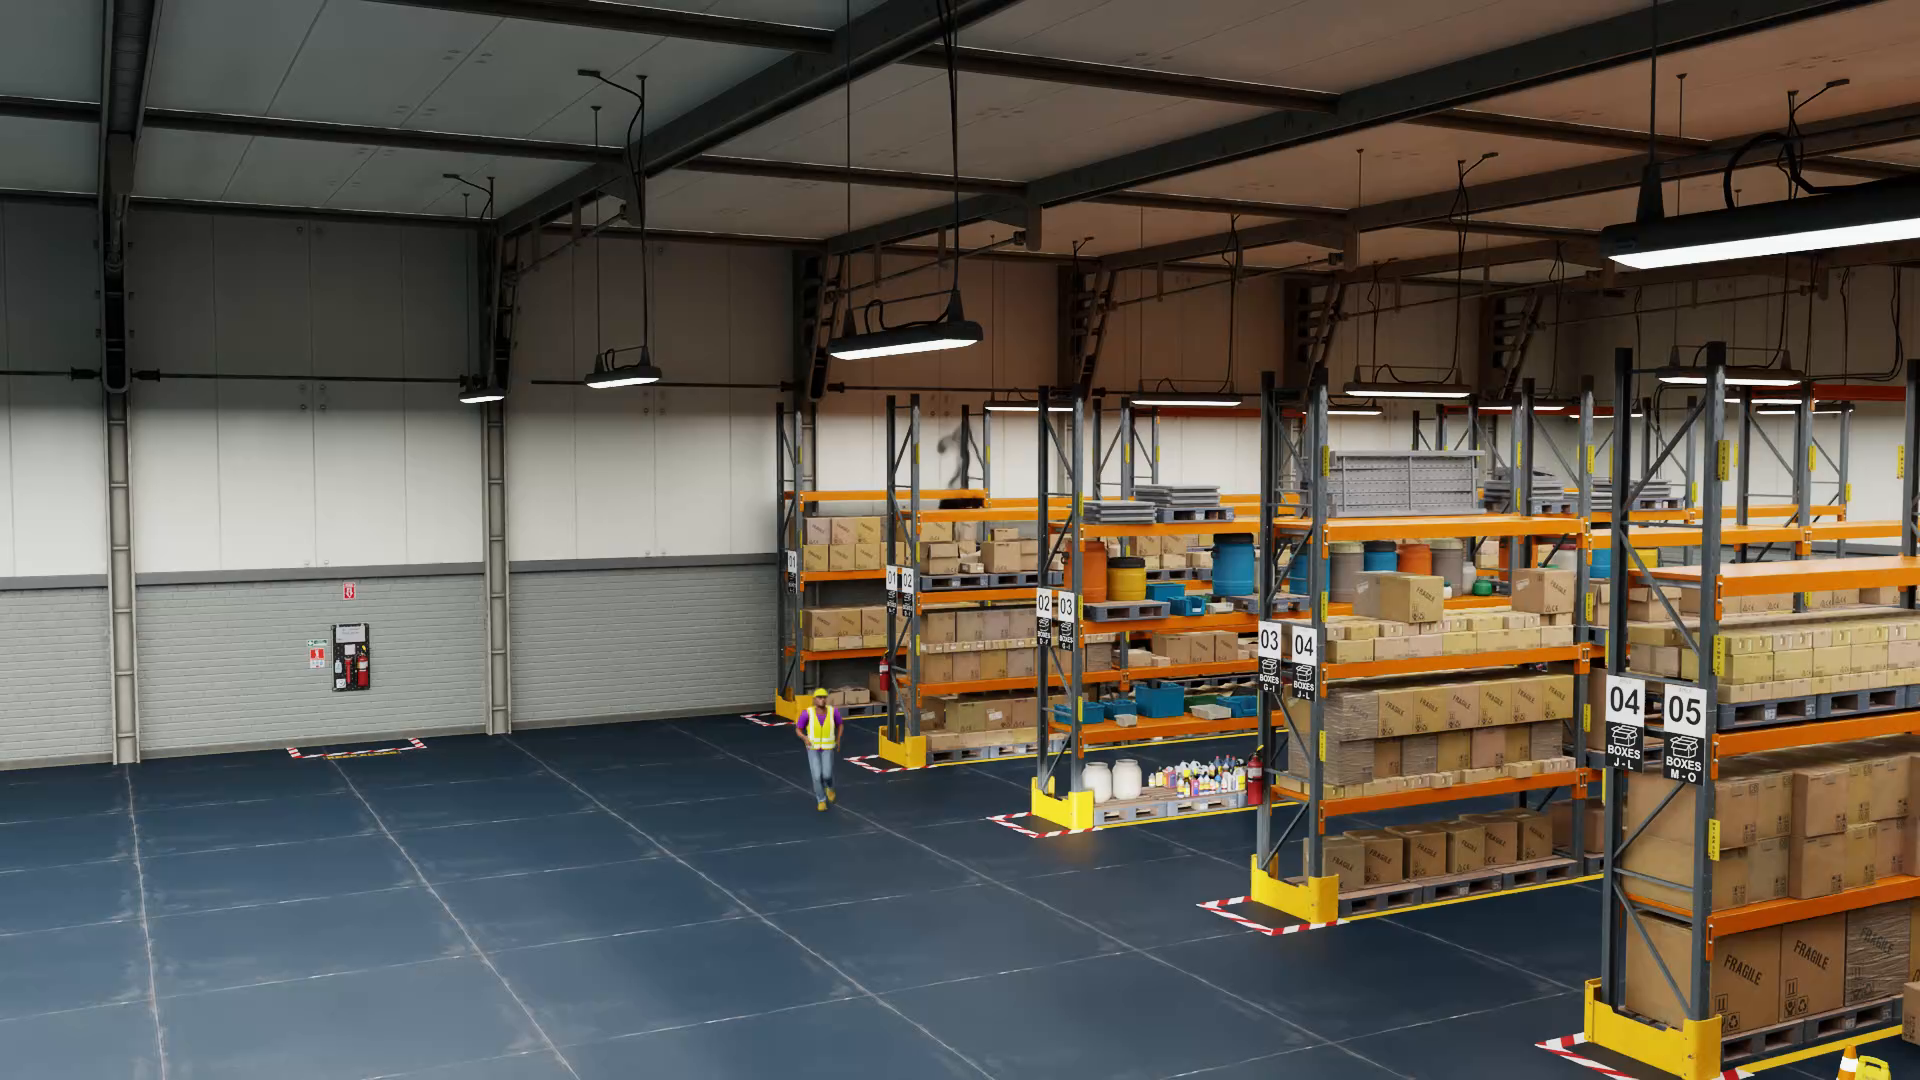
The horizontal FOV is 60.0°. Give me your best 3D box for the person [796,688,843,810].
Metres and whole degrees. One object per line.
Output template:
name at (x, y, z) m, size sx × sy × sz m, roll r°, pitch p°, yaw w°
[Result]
person at (-1.989, 2.966, 23.618) m, size 0.683 × 1.733 × 0.612 m, roll 0°, pitch 3°, yaw -8°
